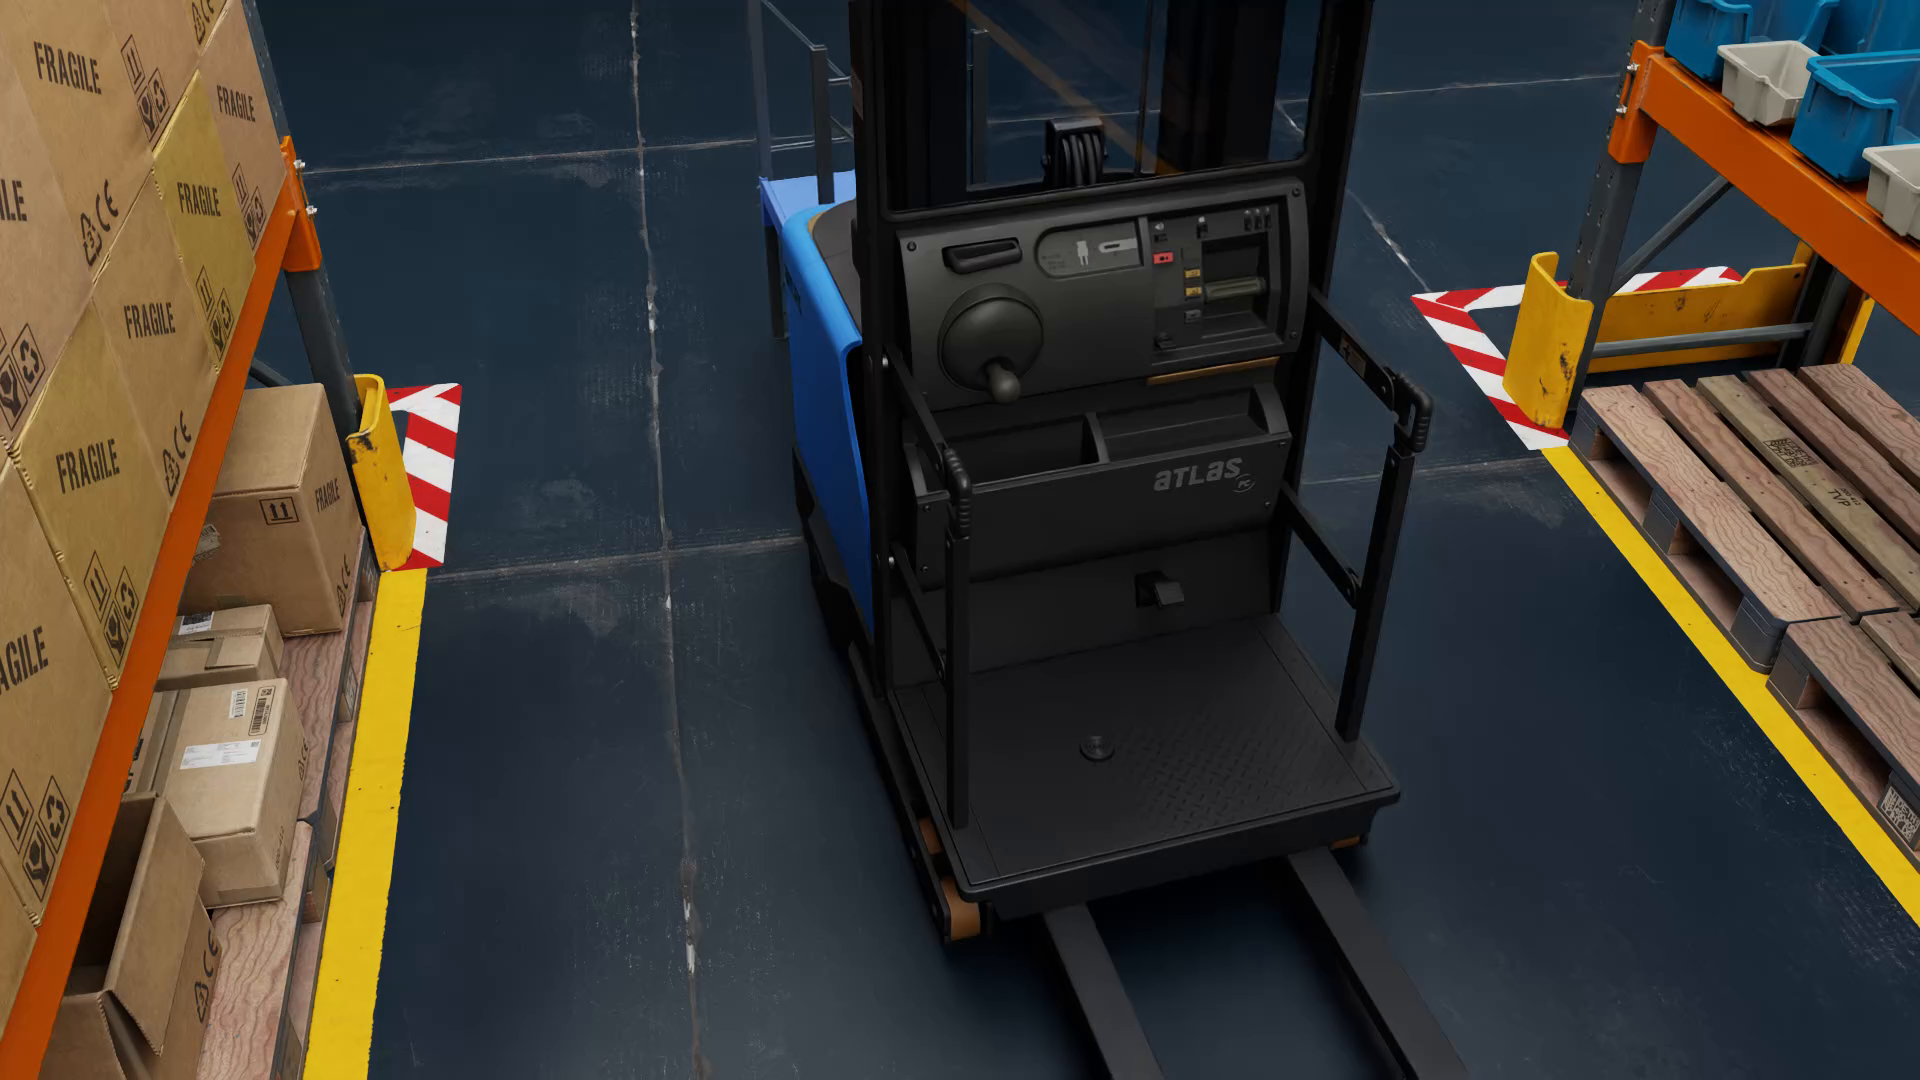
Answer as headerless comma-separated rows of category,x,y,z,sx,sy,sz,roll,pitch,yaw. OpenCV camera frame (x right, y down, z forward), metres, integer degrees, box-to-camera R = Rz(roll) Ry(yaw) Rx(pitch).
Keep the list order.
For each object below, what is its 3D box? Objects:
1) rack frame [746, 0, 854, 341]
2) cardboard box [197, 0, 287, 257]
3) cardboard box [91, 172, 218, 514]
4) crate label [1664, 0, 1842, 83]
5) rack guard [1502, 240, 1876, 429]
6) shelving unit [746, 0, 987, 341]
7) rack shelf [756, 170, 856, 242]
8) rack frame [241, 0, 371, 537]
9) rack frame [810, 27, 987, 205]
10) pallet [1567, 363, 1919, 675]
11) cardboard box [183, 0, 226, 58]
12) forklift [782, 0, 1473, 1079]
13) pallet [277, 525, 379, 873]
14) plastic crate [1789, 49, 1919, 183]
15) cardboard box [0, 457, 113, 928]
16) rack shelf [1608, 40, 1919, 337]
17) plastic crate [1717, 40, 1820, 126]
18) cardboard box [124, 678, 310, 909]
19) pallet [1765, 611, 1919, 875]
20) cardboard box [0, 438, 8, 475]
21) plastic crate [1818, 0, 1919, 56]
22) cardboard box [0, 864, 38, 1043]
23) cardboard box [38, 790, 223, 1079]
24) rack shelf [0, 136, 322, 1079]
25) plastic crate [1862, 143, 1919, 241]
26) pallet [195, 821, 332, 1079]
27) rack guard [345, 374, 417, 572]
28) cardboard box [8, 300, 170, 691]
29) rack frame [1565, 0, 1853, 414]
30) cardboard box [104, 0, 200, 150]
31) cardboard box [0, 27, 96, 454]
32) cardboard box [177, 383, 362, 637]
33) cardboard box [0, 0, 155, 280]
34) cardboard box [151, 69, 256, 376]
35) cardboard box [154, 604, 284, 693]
rack frame,-0.459,-1.389,5.815,0.500,1.500,0.032,-10,39,-13
cardboard box,-1.974,-0.982,3.987,0.500,0.500,0.500,-5,38,-7
cardboard box,-1.798,-0.367,3.196,0.500,0.500,0.500,-6,38,-8
crate label,2.276,-1.487,4.807,0.416,0.233,0.303,-6,38,-8
rack guard,2.540,-0.740,5.795,1.175,0.500,0.348,-6,38,-8
shelving unit,-0.313,-1.090,5.430,0.538,1.500,1.048,-10,39,-13
rack shelf,-0.313,-0.948,5.541,0.538,0.185,1.000,-10,39,-13
rack frame,-2.321,-1.184,4.328,1.000,3.000,0.127,-6,38,-8
rack frame,-0.167,-0.791,5.046,0.500,1.500,0.032,-10,39,-13
pallet,2.663,-0.111,5.220,1.003,0.211,1.213,-6,38,-8
cardboard box,-1.972,-1.379,3.683,0.500,0.500,0.500,-7,38,-8
forklift,0.391,-0.469,3.465,1.130,2.935,3.031,-10,39,-13
pallet,-2.166,0.445,4.505,1.003,0.211,1.213,-6,38,-8
plastic crate,2.391,-1.089,4.295,0.416,0.233,0.300,-6,38,-8
cardboard box,-1.619,0.245,2.409,0.500,0.500,0.500,-6,38,-8
rack shelf,2.907,-0.222,3.677,1.077,0.370,4.000,-6,38,-8
plastic crate,2.251,-1.246,4.575,0.250,0.136,0.298,-6,38,-8
cardboard box,-1.846,0.608,3.906,0.500,0.250,0.500,-6,38,-8
pallet,2.874,0.625,4.274,1.003,0.211,1.213,-6,38,-8
cardboard box,-1.605,-0.139,2.087,0.500,0.500,0.500,-7,38,-9
plastic crate,2.799,-1.570,4.748,0.616,0.435,0.499,-6,38,-8
cardboard box,-1.533,0.547,2.020,0.500,0.500,0.500,-6,38,-7
cardboard box,-1.954,0.910,3.309,0.797,0.503,0.637,-6,38,-8
rack shelf,-1.970,0.309,2.994,1.077,0.370,4.000,-6,38,-8
plastic crate,2.370,-0.837,4.048,0.250,0.136,0.298,-6,38,-8
pallet,-1.956,1.180,3.559,1.003,0.211,1.213,-6,38,-8
rack guard,-2.307,-0.150,5.036,1.175,0.500,0.348,-6,38,-8
cardboard box,-1.709,-0.062,2.804,0.500,0.500,0.500,-7,38,-9
rack frame,2.557,-1.714,5.011,1.000,3.000,0.127,-6,38,-8
cardboard box,-1.882,-1.074,3.290,0.500,0.500,0.500,-5,38,-7
cardboard box,-1.697,-0.451,2.489,0.500,0.500,0.500,-5,38,-7
cardboard box,-1.983,-0.068,4.572,0.500,0.500,0.500,-6,38,-8
cardboard box,-1.787,-0.761,2.888,0.500,0.500,0.500,-5,38,-7
cardboard box,-1.880,-0.669,3.584,0.500,0.500,0.500,-6,38,-8
cardboard box,-2.000,0.318,4.347,0.380,0.166,0.250,-6,38,-8
